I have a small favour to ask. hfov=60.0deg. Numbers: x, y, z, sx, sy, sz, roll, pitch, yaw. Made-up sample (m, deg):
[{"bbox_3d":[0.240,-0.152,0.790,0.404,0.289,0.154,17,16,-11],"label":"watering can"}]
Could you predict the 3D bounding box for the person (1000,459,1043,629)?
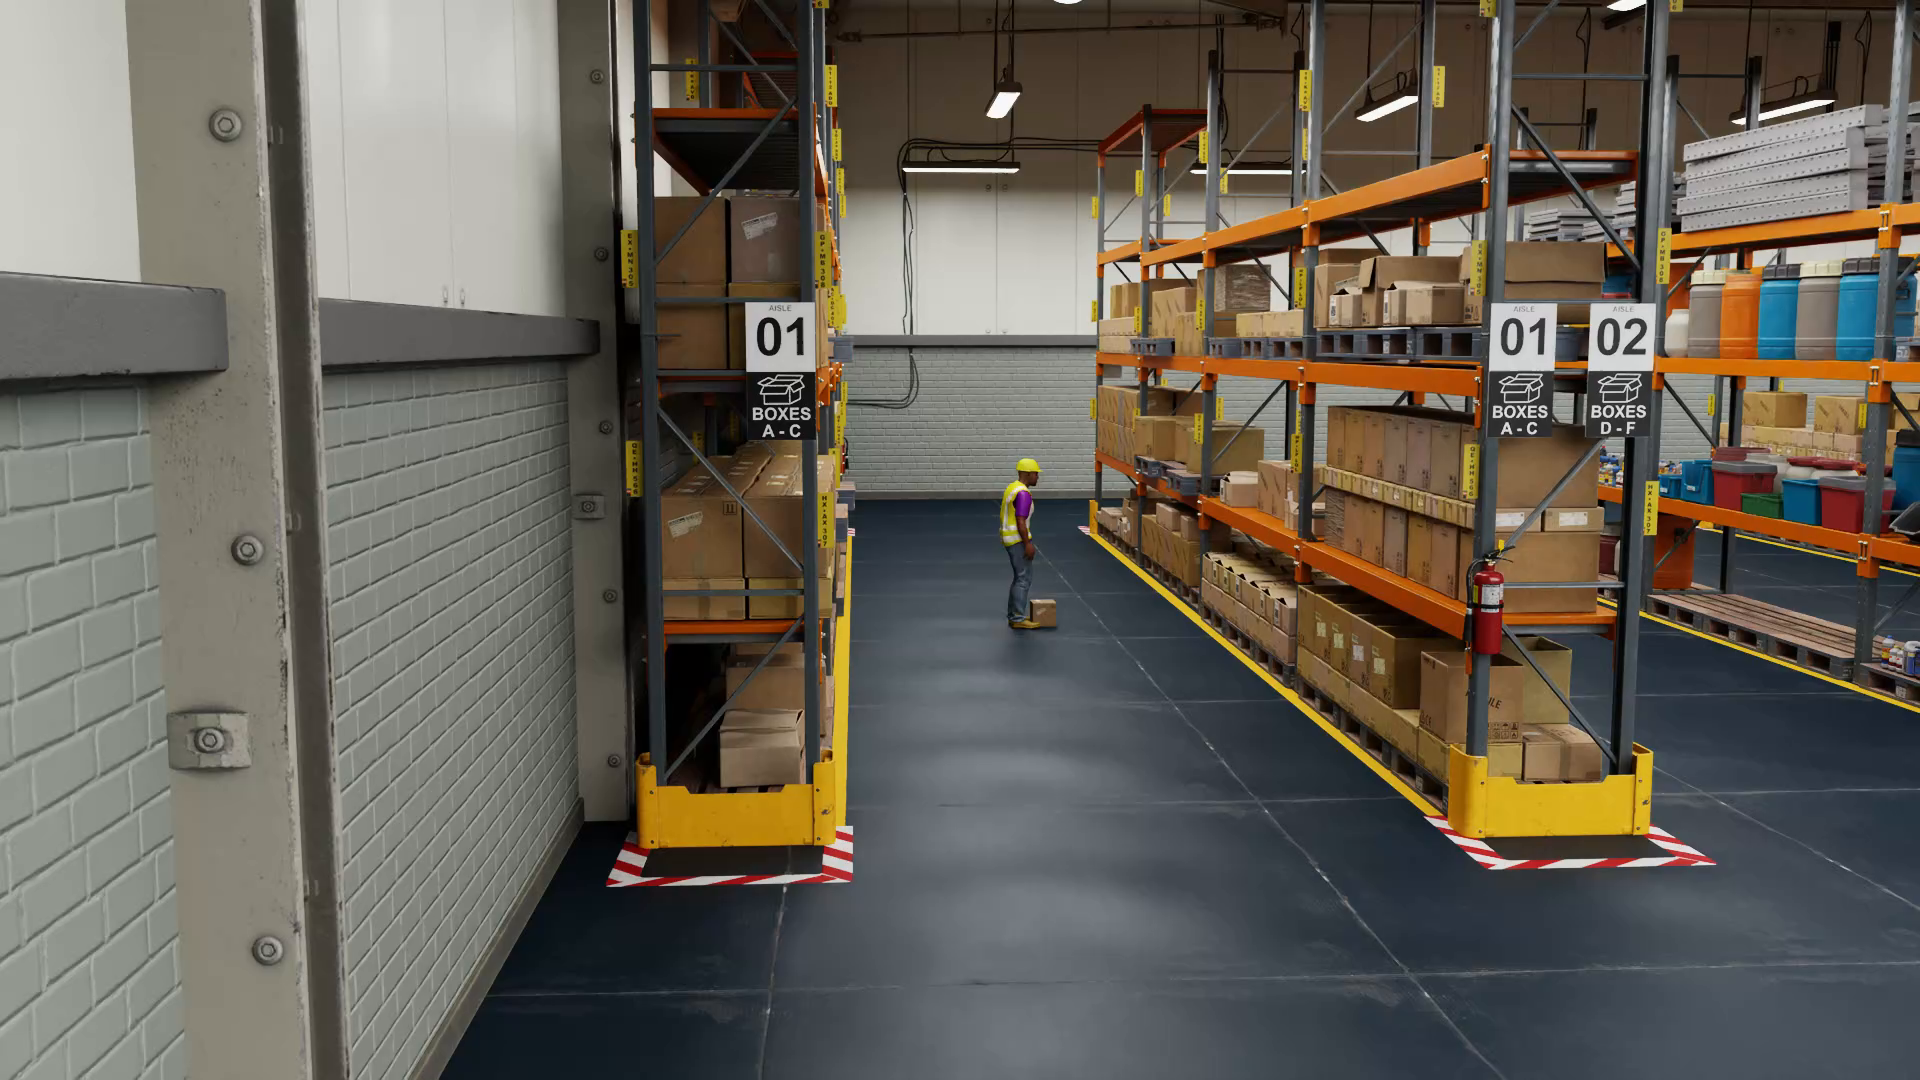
[{"bbox_3d":[0.652,0.027,17.455,0.456,1.757,0.637,-1,7,-6],"label":"person"}]
